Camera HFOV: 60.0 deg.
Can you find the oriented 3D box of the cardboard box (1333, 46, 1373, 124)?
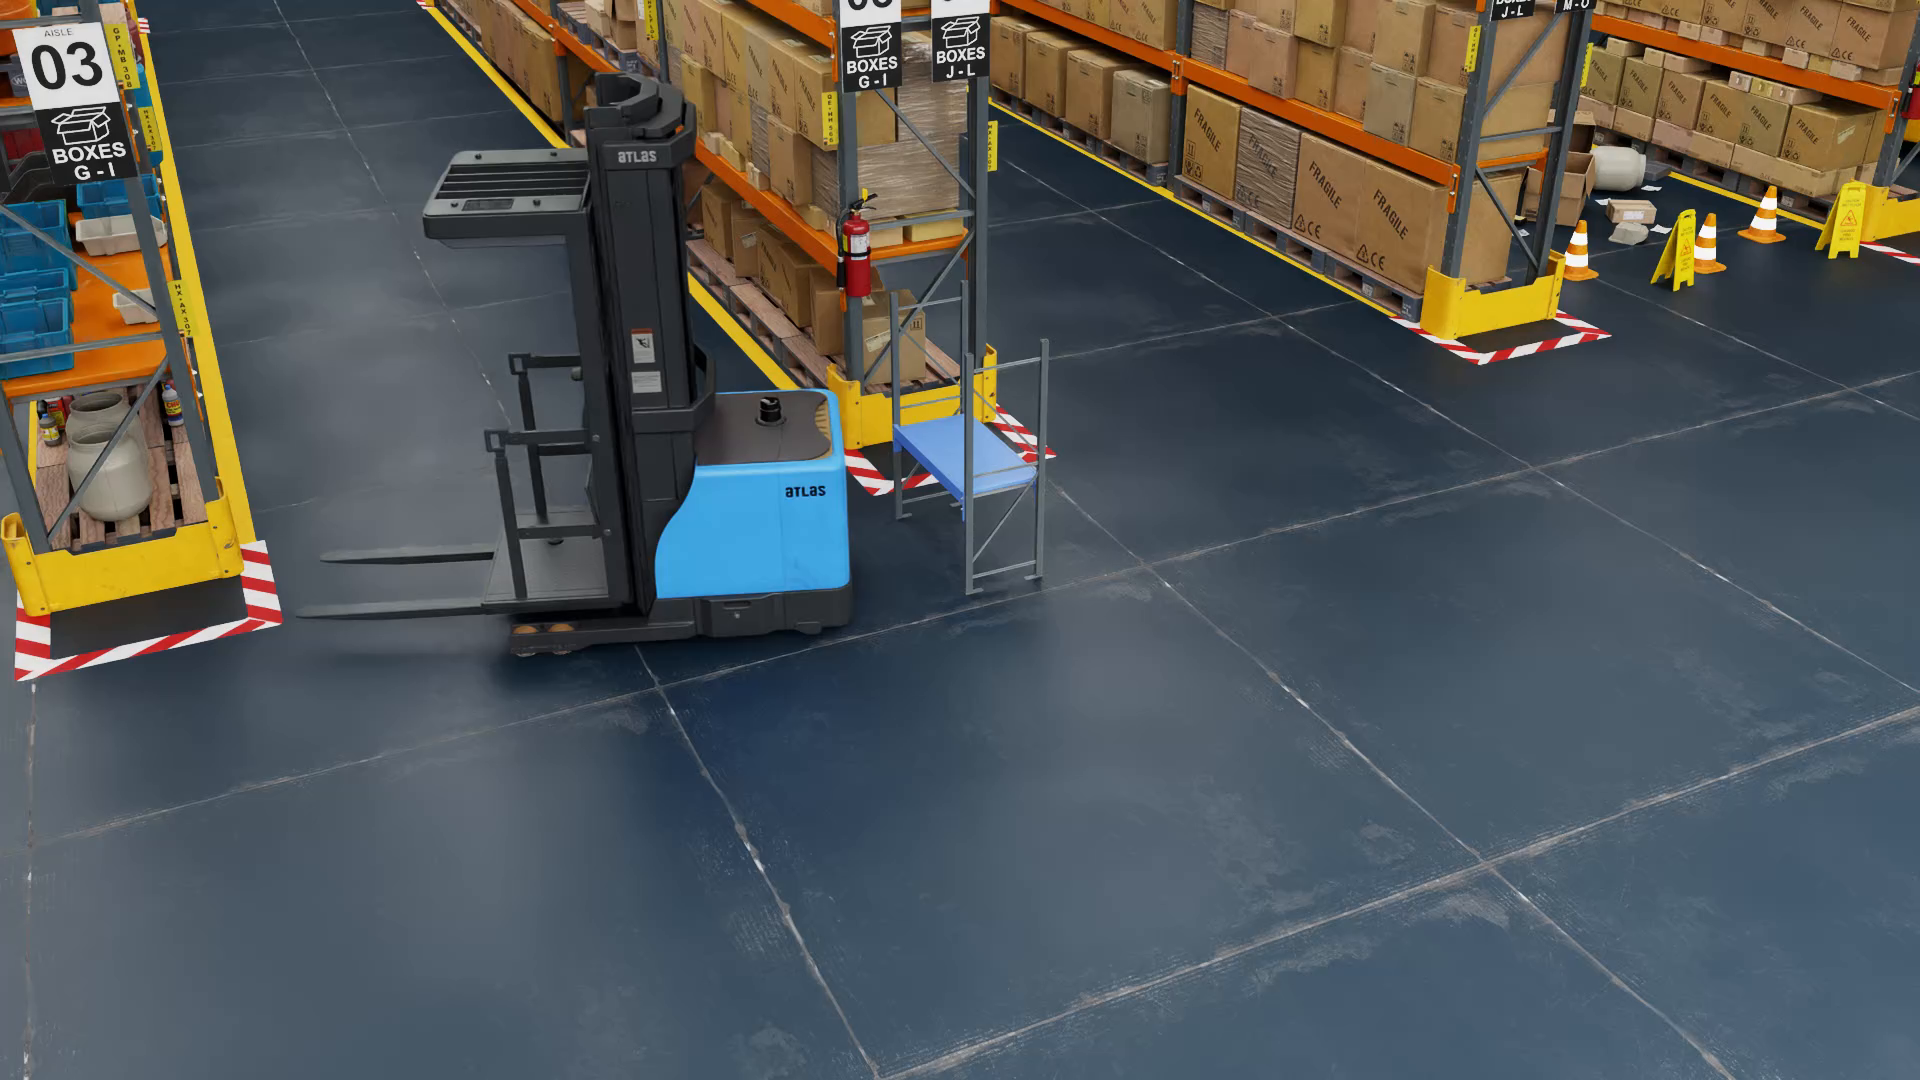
[{"bbox_3d":[3.646,-3.806,13.789,0.875,0.550,0.550,-13,32,-22],"label":"cardboard box"}]

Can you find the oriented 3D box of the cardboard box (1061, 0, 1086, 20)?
[{"bbox_3d":[1.393,-5.729,17.270,0.500,0.500,0.500,-13,32,-22],"label":"cardboard box"}]

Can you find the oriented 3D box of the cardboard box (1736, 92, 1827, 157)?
[{"bbox_3d":[7.850,-3.998,15.900,0.500,0.500,0.500,-12,31,-20],"label":"cardboard box"}]

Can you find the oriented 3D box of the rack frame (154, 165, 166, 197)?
[{"bbox_3d":[-8.201,-4.571,15.307,1.000,3.000,0.127,-13,32,-22],"label":"rack frame"}]

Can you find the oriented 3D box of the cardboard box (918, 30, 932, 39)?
[{"bbox_3d":[-0.185,-6.397,20.690,0.500,0.500,0.500,-15,32,-24],"label":"cardboard box"}]

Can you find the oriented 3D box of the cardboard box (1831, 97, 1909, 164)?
[{"bbox_3d":[8.549,-3.893,15.715,0.500,0.500,0.500,-14,32,-24],"label":"cardboard box"}]

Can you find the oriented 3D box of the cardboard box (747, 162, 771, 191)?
[{"bbox_3d":[-1.341,-2.690,12.211,0.380,0.149,0.250,-13,32,-22],"label":"cardboard box"}]

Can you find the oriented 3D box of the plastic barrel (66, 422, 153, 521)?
[{"bbox_3d":[-5.119,-0.410,10.001,0.421,0.512,0.421,0,29,0],"label":"plastic barrel"}]

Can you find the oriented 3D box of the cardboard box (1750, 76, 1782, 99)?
[{"bbox_3d":[7.754,-4.311,15.795,0.380,0.149,0.250,-13,32,-21],"label":"cardboard box"}]

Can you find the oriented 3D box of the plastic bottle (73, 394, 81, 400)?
[{"bbox_3d":[-5.990,-0.940,11.244,0.097,0.201,0.097,0,29,0],"label":"plastic bottle"}]

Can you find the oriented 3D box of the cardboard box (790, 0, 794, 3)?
[{"bbox_3d":[-0.947,-3.699,10.840,0.500,0.250,0.500,-13,32,-22],"label":"cardboard box"}]

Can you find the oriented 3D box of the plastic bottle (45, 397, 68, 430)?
[{"bbox_3d":[-6.035,-0.877,11.055,0.152,0.276,0.135,-13,32,-22],"label":"plastic bottle"}]

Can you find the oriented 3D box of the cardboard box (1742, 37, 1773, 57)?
[{"bbox_3d":[7.691,-4.719,15.828,0.380,0.149,0.250,-13,32,-22],"label":"cardboard box"}]

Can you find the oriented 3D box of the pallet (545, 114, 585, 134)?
[{"bbox_3d":[-3.998,-4.759,18.493,1.003,0.211,1.213,-13,32,-22],"label":"pallet"}]

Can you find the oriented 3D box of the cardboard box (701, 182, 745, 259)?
[{"bbox_3d":[-1.875,-2.752,14.190,0.500,0.500,0.500,-14,32,-23],"label":"cardboard box"}]

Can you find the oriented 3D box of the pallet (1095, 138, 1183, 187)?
[{"bbox_3d":[2.113,-3.949,17.050,1.003,0.211,1.213,-13,32,-22],"label":"pallet"}]

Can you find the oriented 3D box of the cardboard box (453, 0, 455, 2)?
[{"bbox_3d":[-6.815,-8.135,23.407,0.875,0.875,0.875,-13,32,-22],"label":"cardboard box"}]

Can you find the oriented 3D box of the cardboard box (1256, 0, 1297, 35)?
[{"bbox_3d":[3.088,-4.721,14.318,0.875,0.550,0.550,-13,32,-22],"label":"cardboard box"}]

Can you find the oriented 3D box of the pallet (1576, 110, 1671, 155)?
[{"bbox_3d":[7.260,-4.419,17.888,1.003,0.211,1.213,-13,32,-22],"label":"pallet"}]

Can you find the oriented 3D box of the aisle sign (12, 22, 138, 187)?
[{"bbox_3d":[-4.472,-2.201,8.422,0.394,0.787,0.004,-13,32,-22],"label":"aisle sign"}]

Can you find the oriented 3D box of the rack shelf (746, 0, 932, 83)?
[{"bbox_3d":[-1.152,-3.955,11.878,1.077,0.370,4.000,-13,32,-22],"label":"rack shelf"}]

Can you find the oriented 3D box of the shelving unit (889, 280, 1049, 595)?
[{"bbox_3d":[0.037,-0.616,9.789,0.538,1.500,1.048,-13,32,-22],"label":"shelving unit"}]

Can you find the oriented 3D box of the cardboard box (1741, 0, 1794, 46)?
[{"bbox_3d":[7.752,-4.957,15.590,0.500,0.500,0.500,-13,32,-22],"label":"cardboard box"}]

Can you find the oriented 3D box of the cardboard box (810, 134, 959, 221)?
[{"bbox_3d":[-0.505,-2.499,11.206,0.875,0.500,0.500,-13,32,-22],"label":"cardboard box"}]

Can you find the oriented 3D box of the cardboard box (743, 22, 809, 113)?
[{"bbox_3d":[-1.185,-3.319,11.645,0.500,0.500,0.500,-13,32,-22],"label":"cardboard box"}]

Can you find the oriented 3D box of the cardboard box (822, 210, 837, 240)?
[{"bbox_3d":[-0.709,-2.160,11.266,0.380,0.149,0.250,-13,32,-22],"label":"cardboard box"}]

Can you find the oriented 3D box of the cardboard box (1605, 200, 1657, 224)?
[{"bbox_3d":[6.270,-3.069,15.544,0.380,0.149,0.250,2,29,4],"label":"cardboard box"}]

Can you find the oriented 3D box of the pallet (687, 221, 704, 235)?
[{"bbox_3d":[-2.346,-2.971,15.306,1.003,0.211,1.213,-13,32,-22],"label":"pallet"}]

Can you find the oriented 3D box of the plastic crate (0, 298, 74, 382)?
[{"bbox_3d":[-5.252,-1.130,9.324,0.499,0.251,0.616,-13,32,-22],"label":"plastic crate"}]

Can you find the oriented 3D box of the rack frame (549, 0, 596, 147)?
[{"bbox_3d":[-3.728,-5.611,17.162,1.000,3.000,0.127,-13,32,-22],"label":"rack frame"}]

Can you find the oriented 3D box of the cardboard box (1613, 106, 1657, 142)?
[{"bbox_3d":[7.188,-4.358,17.309,0.500,0.250,0.500,-11,31,-19],"label":"cardboard box"}]

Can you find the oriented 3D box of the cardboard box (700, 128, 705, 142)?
[{"bbox_3d":[-1.846,-3.250,13.209,0.380,0.149,0.250,-13,32,-22],"label":"cardboard box"}]

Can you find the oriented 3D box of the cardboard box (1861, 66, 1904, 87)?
[{"bbox_3d":[8.303,-4.168,14.847,0.380,0.149,0.250,-12,31,-20],"label":"cardboard box"}]

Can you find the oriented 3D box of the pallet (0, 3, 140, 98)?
[{"bbox_3d":[-5.034,-2.649,9.006,1.003,0.211,1.213,-13,32,-22],"label":"pallet"}]

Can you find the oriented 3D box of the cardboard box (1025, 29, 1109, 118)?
[{"bbox_3d":[1.353,-5.136,18.186,1.050,0.750,0.750,-13,32,-21],"label":"cardboard box"}]

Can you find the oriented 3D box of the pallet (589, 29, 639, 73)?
[{"bbox_3d":[-2.841,-4.661,15.665,1.003,0.211,1.213,-13,32,-22],"label":"pallet"}]

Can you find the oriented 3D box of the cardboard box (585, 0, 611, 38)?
[{"bbox_3d":[-3.216,-4.940,15.690,0.500,0.250,0.500,-14,32,-23],"label":"cardboard box"}]

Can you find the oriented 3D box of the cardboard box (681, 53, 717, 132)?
[{"bbox_3d":[-1.691,-3.577,13.129,0.875,0.500,0.500,-13,32,-22],"label":"cardboard box"}]

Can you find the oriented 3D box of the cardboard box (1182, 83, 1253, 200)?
[{"bbox_3d":[2.719,-3.805,15.684,0.875,0.875,0.875,-13,32,-21],"label":"cardboard box"}]

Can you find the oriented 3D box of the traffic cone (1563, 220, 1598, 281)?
[{"bbox_3d":[5.284,-2.500,14.208,0.336,0.463,0.334,-13,32,-22],"label":"traffic cone"}]

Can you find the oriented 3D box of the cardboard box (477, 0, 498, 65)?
[{"bbox_3d":[-5.152,-6.356,20.233,1.225,0.875,0.875,-13,32,-22],"label":"cardboard box"}]

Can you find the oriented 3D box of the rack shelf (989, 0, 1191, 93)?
[{"bbox_3d":[1.654,-5.410,17.540,1.077,0.370,4.000,-13,32,-22],"label":"rack shelf"}]

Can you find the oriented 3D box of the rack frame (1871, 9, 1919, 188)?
[{"bbox_3d":[8.657,-4.158,14.571,1.000,3.000,0.127,-13,32,-22],"label":"rack frame"}]

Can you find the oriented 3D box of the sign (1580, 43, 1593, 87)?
[{"bbox_3d":[4.733,-3.600,12.610,0.100,0.325,0.005,-13,32,-22],"label":"sign"}]

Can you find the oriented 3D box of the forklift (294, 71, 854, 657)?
[{"bbox_3d":[-2.149,-0.914,8.856,3.031,2.935,1.130,-3,29,-6],"label":"forklift"}]

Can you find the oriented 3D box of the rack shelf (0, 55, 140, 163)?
[{"bbox_3d":[-5.626,-2.915,10.023,1.077,0.370,4.000,-13,32,-22],"label":"rack shelf"}]

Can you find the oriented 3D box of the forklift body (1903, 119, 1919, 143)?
[{"bbox_3d":[10.676,-5.286,17.451,2.313,2.155,1.214,-13,32,-22],"label":"forklift body"}]

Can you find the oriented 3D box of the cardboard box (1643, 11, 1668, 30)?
[{"bbox_3d":[7.157,-5.280,16.830,0.380,0.149,0.250,-12,31,-20],"label":"cardboard box"}]

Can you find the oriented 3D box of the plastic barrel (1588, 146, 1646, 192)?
[{"bbox_3d":[6.403,-3.629,16.261,0.512,0.421,0.421,7,30,13],"label":"plastic barrel"}]

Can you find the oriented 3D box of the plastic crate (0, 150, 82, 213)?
[{"bbox_3d":[-6.374,-2.519,11.712,0.767,0.338,0.504,-13,32,-22],"label":"plastic crate"}]

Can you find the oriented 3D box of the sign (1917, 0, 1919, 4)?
[{"bbox_3d":[8.147,-4.693,14.018,0.100,0.325,0.005,-13,32,-22],"label":"sign"}]

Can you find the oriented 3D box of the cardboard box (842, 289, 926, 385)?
[{"bbox_3d":[-0.547,-1.449,11.867,0.500,0.500,0.500,-7,30,-13],"label":"cardboard box"}]

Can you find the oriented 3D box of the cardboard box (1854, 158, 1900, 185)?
[{"bbox_3d":[8.560,-3.556,15.880,0.500,0.250,0.500,-13,32,-22],"label":"cardboard box"}]

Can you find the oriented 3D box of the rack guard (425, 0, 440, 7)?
[{"bbox_3d":[-7.173,-8.065,24.094,1.175,0.500,0.348,-13,32,-22],"label":"rack guard"}]

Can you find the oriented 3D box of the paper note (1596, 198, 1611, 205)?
[{"bbox_3d":[6.224,-3.264,16.024,0.148,0.019,0.142,-3,29,-5],"label":"paper note"}]
